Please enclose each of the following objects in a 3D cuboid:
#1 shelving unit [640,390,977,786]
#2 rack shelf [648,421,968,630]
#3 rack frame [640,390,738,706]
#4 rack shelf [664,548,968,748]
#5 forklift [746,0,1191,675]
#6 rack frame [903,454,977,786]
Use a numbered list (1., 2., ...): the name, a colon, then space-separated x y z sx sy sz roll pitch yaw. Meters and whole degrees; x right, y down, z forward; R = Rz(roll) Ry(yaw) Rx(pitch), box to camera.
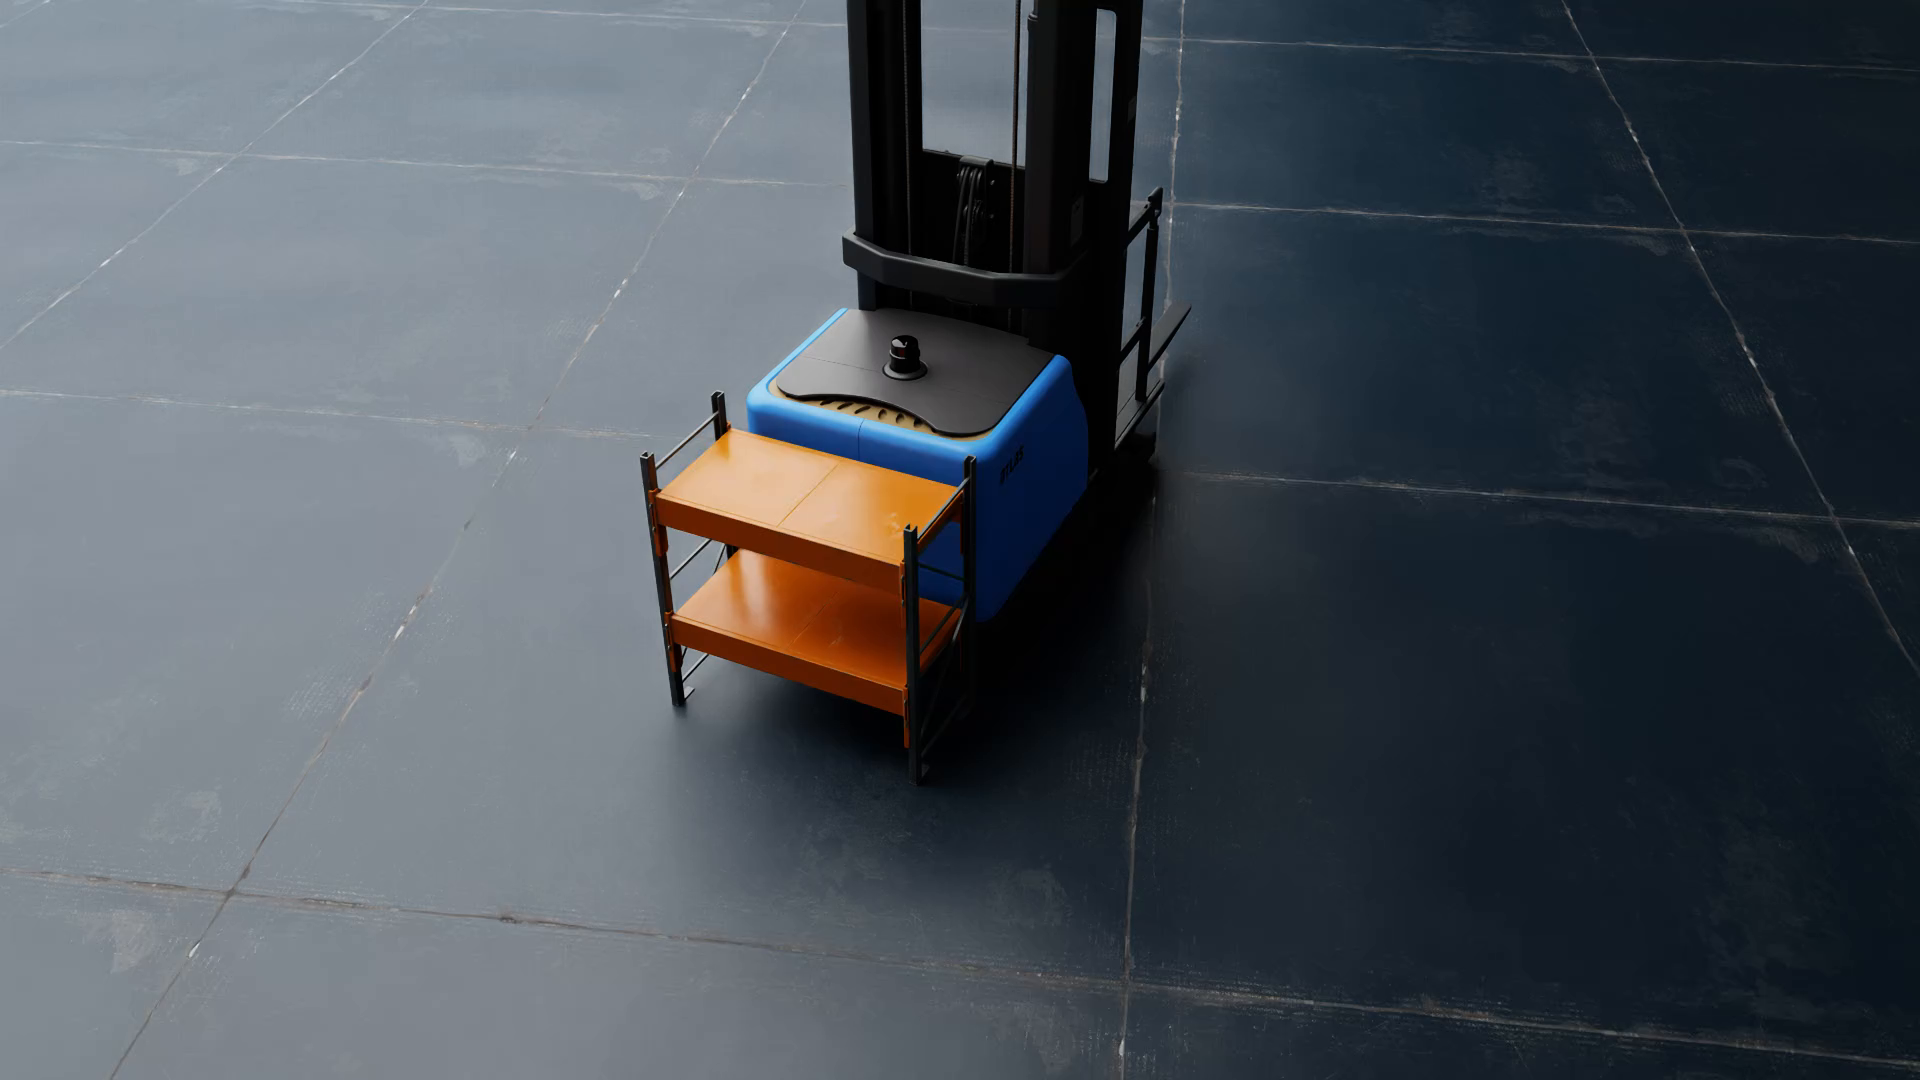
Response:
1. shelving unit: -0.522 0.170 6.043 1.048 1.125 0.538 15 38 20
2. rack shelf: -0.522 -0.068 5.873 1.000 0.278 0.538 15 38 20
3. rack frame: -0.982 0.044 6.220 0.032 1.125 0.500 15 38 20
4. rack shelf: -0.522 0.369 6.185 1.000 0.278 0.538 15 38 20
5. forklift: 0.259 -1.522 6.859 1.130 2.935 3.031 15 38 20
6. rack frame: -0.063 0.297 5.866 0.032 1.125 0.500 15 38 20
